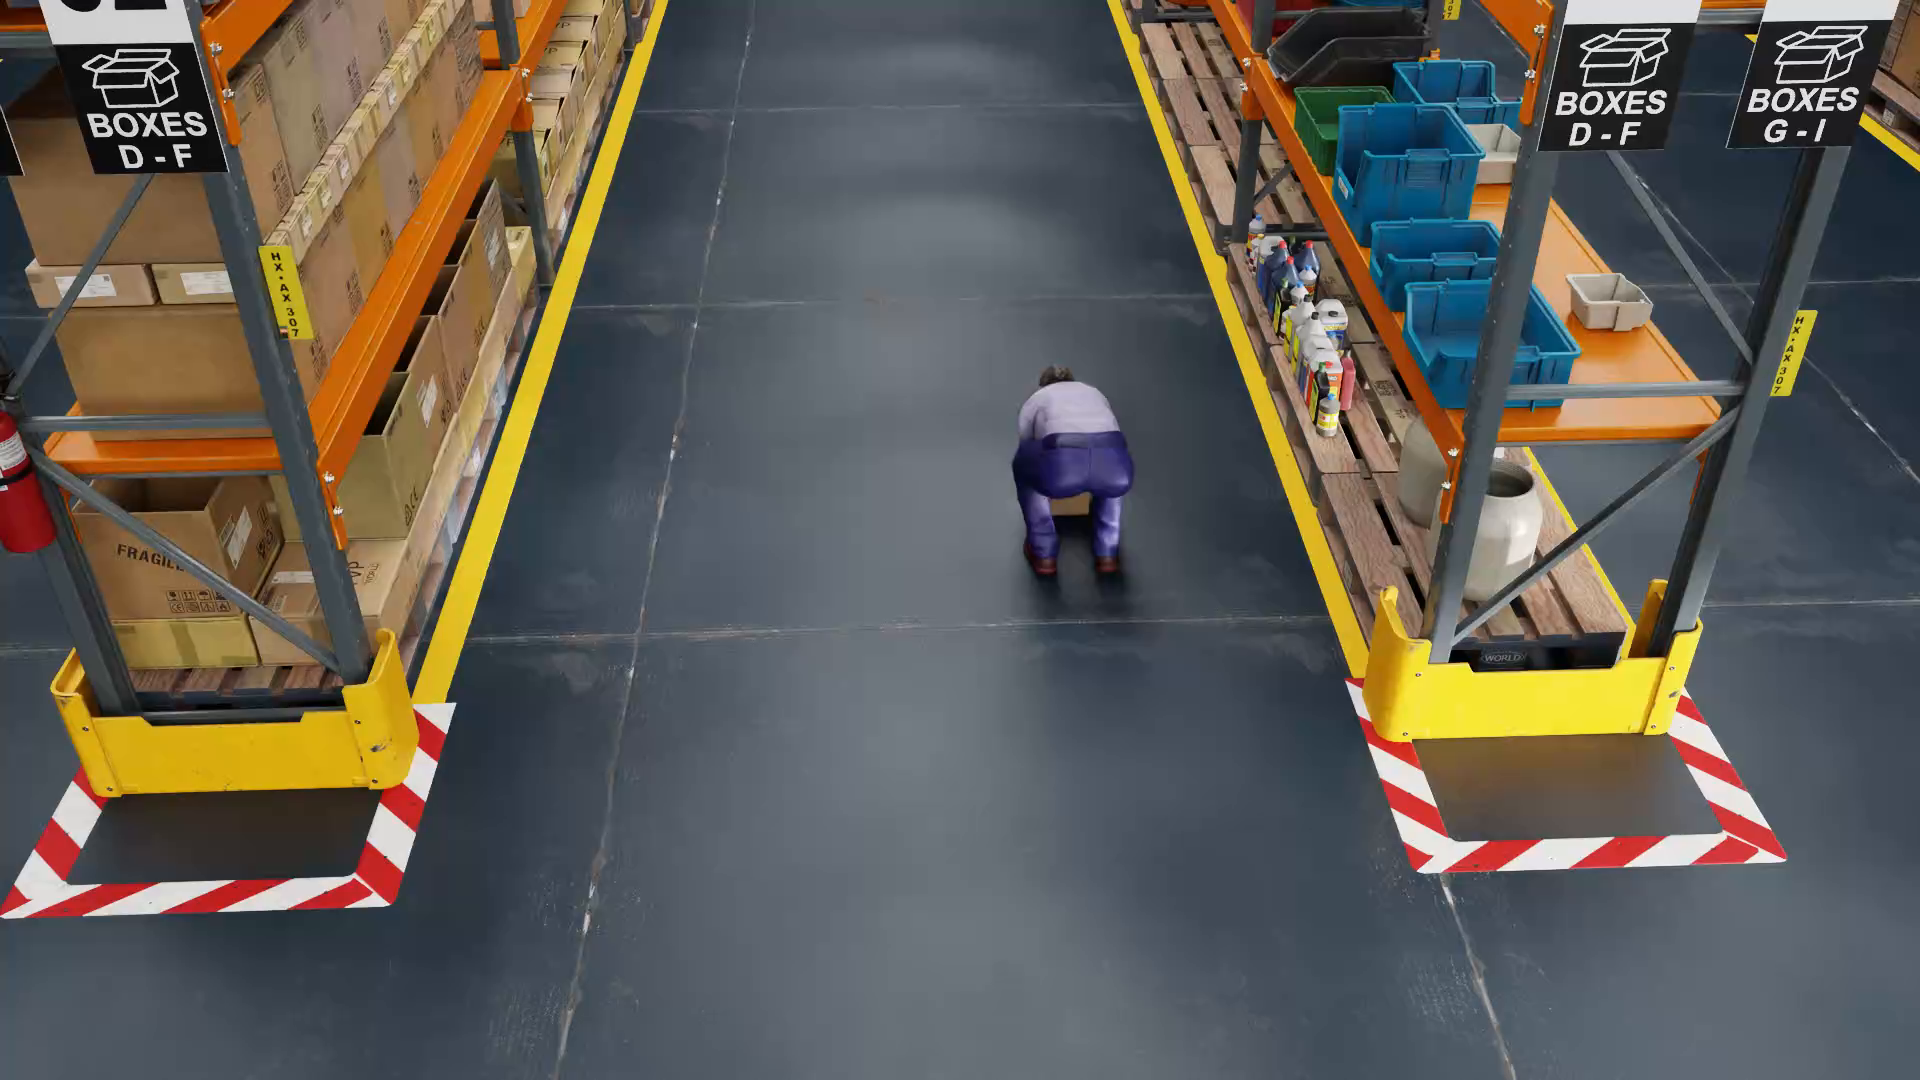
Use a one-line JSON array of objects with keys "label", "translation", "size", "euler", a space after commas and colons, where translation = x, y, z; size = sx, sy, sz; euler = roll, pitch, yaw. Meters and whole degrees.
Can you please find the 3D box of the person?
[{"label": "person", "translation": [0.502, -0.577, 6.962], "size": [0.538, 1.652, 0.370], "euler": [-3, 36, -4]}]
